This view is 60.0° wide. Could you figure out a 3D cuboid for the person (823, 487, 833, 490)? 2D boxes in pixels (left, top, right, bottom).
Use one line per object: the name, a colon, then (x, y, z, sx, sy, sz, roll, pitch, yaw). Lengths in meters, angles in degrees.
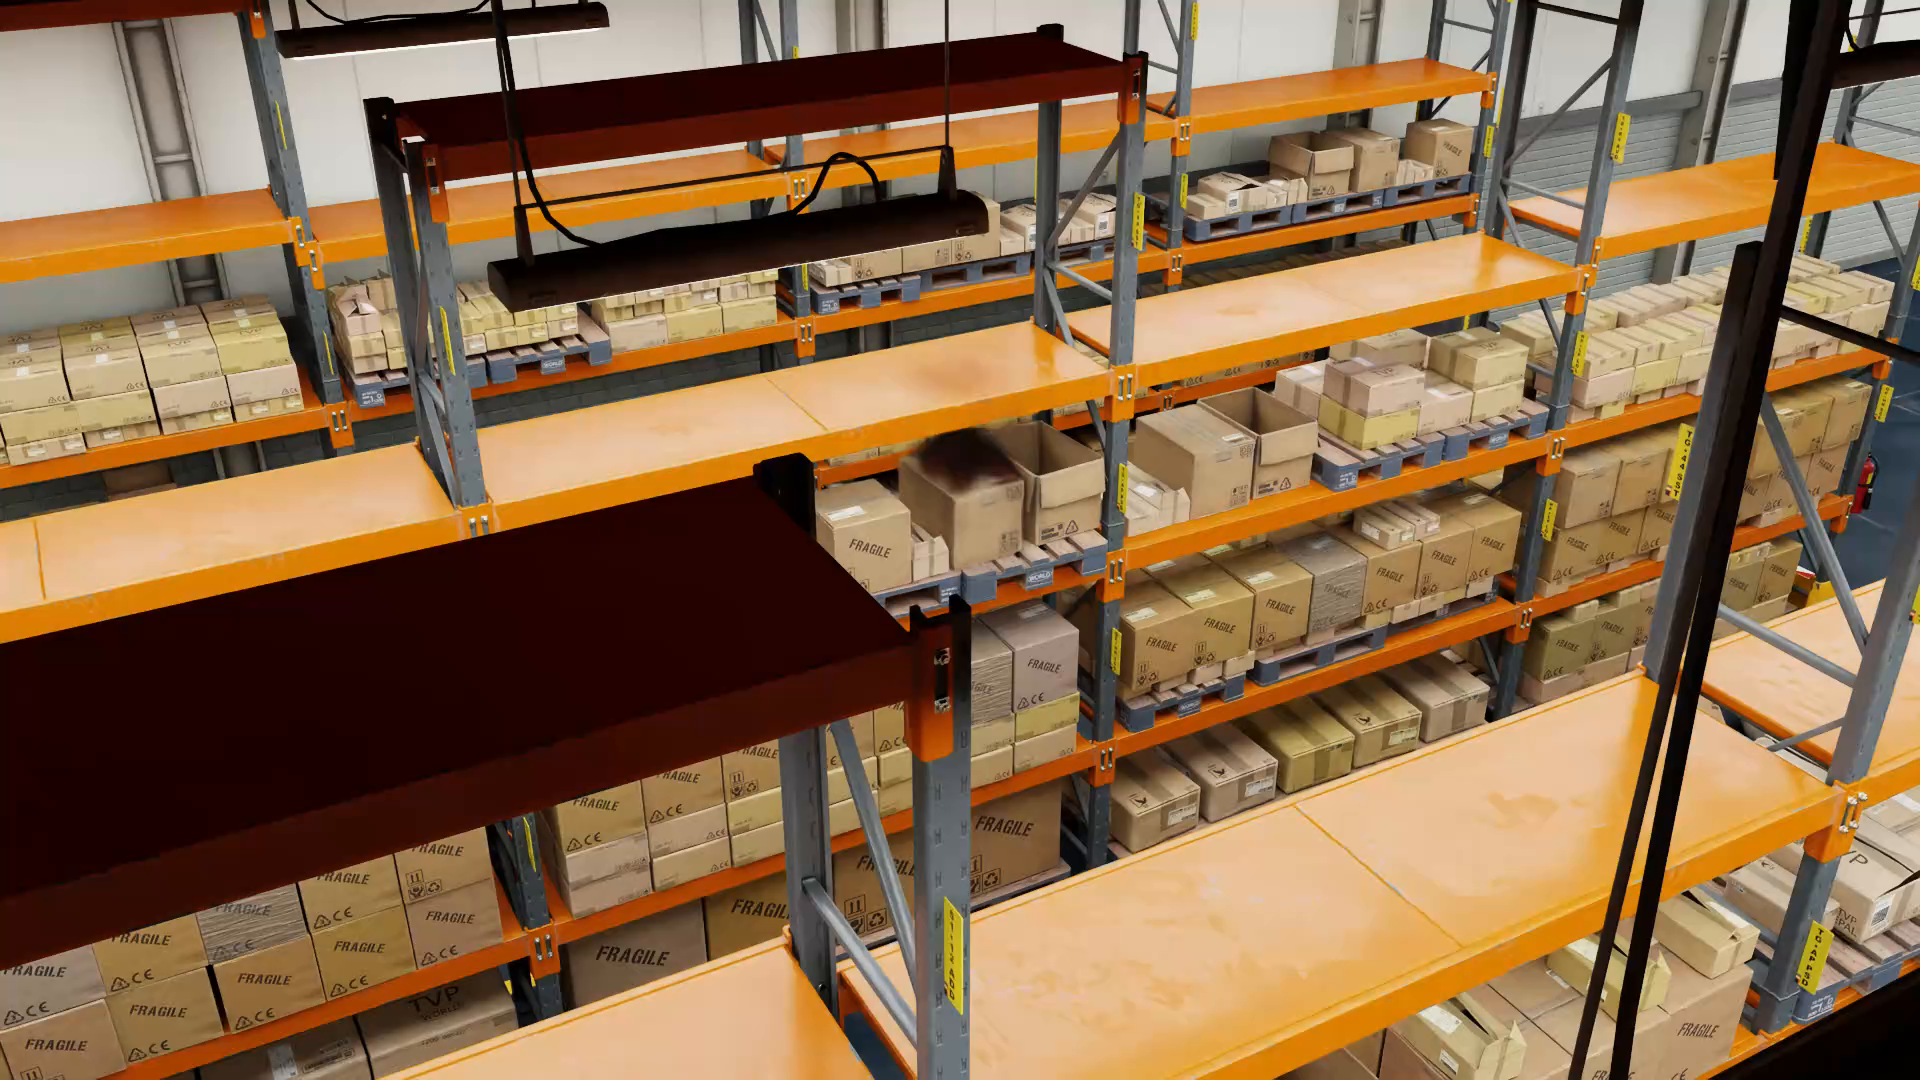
person: (-1.089, 0.394, 14.080, 0.771, 1.800, 0.628, -22, 35, -36)
